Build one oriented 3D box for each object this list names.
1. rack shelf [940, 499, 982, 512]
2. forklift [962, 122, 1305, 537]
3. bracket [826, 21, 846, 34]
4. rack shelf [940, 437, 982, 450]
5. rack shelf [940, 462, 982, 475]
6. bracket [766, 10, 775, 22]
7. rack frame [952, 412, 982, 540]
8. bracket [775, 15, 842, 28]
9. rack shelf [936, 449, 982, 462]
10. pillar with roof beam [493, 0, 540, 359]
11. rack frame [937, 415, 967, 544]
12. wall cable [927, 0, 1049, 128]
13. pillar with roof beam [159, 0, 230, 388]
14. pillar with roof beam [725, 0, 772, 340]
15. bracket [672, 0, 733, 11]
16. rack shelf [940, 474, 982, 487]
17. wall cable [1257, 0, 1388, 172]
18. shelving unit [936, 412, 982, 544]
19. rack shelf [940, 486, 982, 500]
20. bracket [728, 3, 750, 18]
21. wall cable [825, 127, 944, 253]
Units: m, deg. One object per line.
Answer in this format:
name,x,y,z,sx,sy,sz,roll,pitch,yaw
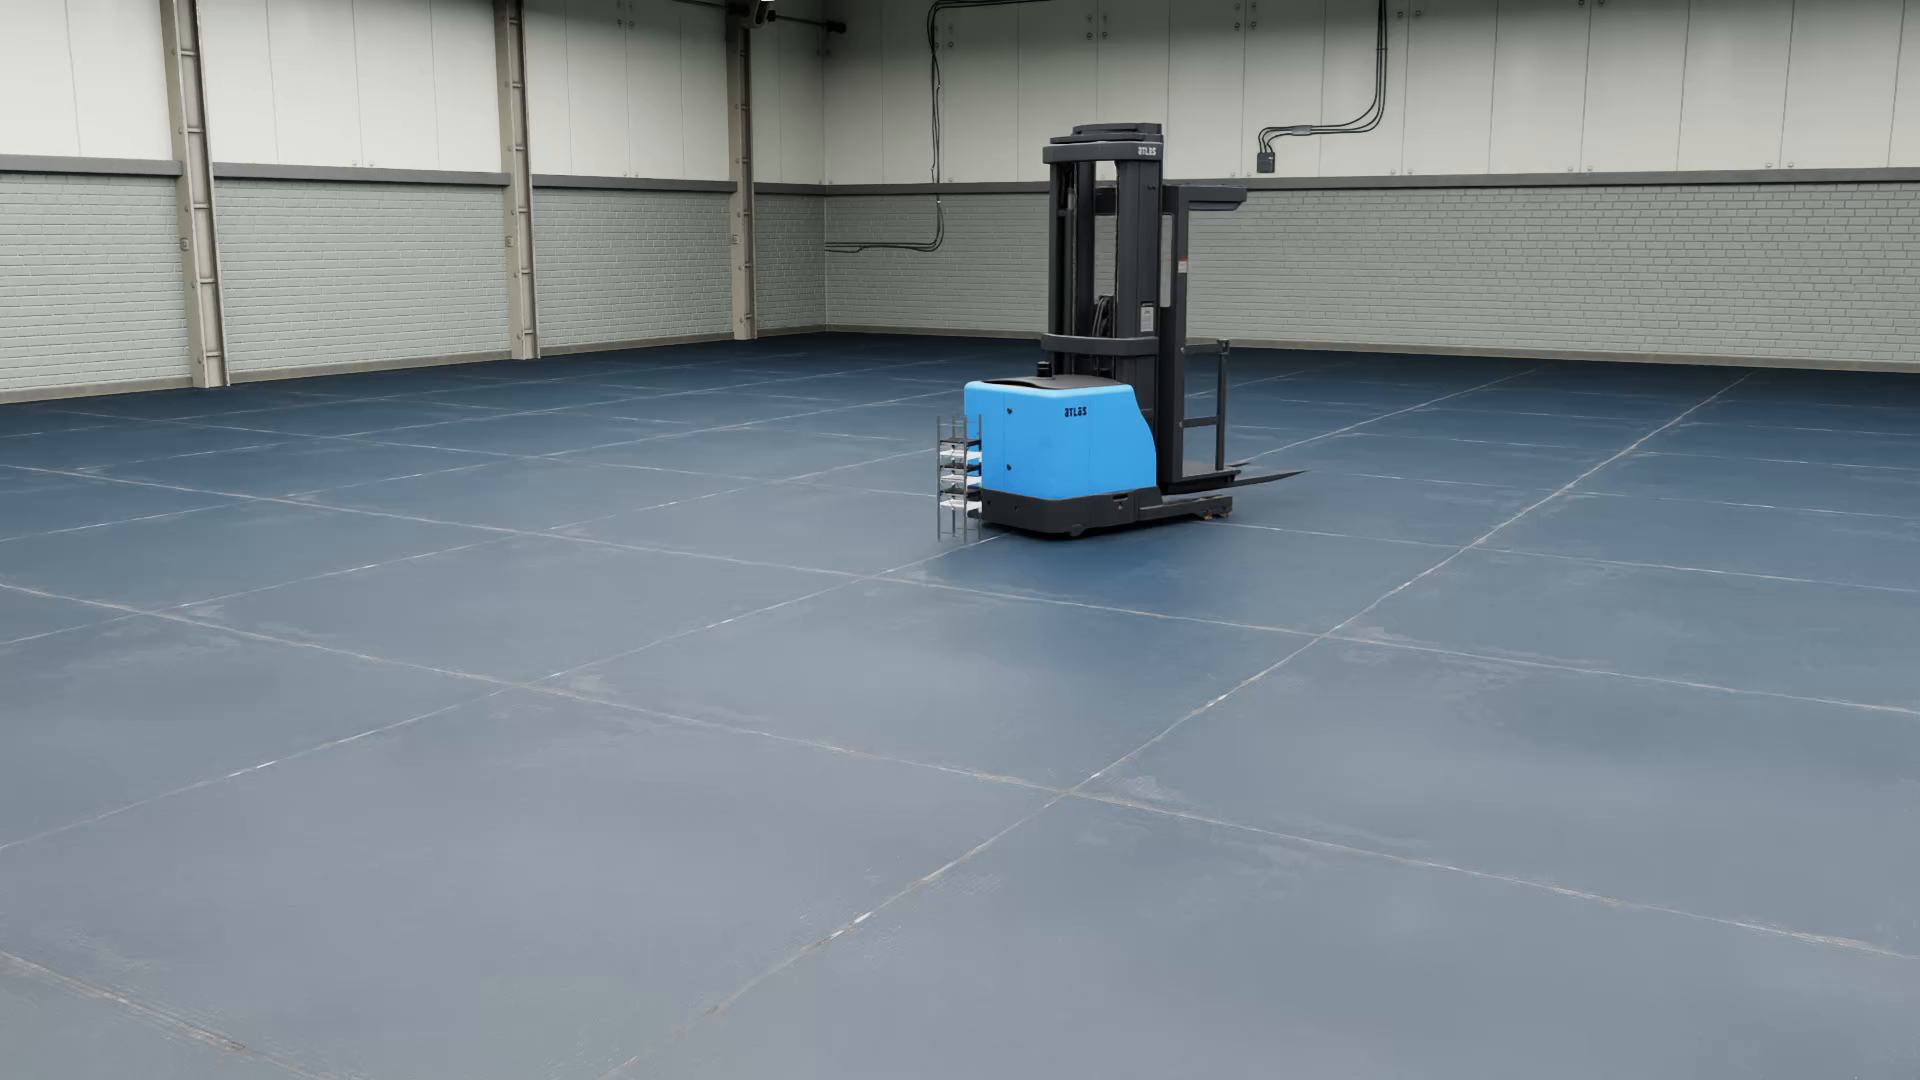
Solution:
rack shelf,-0.004,-0.231,11.818,0.258,0.077,0.200,6,12,31
forklift,1.474,-1.661,12.774,3.031,2.935,1.130,-9,14,-39
bracket,-2.581,-10.653,34.534,0.235,0.232,0.430,6,12,31
rack shelf,-0.004,-0.674,11.736,0.258,0.077,0.200,6,12,31
rack shelf,-0.004,-0.497,11.769,0.258,0.077,0.200,6,12,31
bracket,-3.811,-10.280,32.544,0.235,0.232,0.430,6,12,31
rack frame,0.049,-0.457,11.864,0.240,0.900,0.006,6,12,31
bracket,-2.888,-10.560,34.038,0.076,0.066,3.189,6,12,31
rack shelf,-0.004,-0.585,11.752,0.258,0.077,0.200,6,12,31
pillar with roof beam,-3.766,-7.124,25.470,9.100,9.000,0.400,6,12,31
rack frame,-0.057,-0.425,11.694,0.240,0.900,0.006,6,12,31
wall cable,0.641,-9.514,32.948,3.097,2.526,0.112,6,12,31
pillar with roof beam,-6.881,-6.181,20.429,9.100,9.000,0.400,6,12,31
pillar with roof beam,-0.651,-8.068,30.510,9.100,9.000,0.548,6,12,31
bracket,-5.580,-9.744,29.682,0.076,0.066,4.783,6,12,31
rack shelf,-0.004,-0.408,11.785,0.258,0.077,0.200,6,12,31
wall cable,6.435,-9.579,29.336,2.305,6.003,0.169,6,12,31
shelving unit,-0.004,-0.441,11.779,0.258,0.900,0.210,6,12,31
rack shelf,-0.004,-0.320,11.802,0.258,0.077,0.200,6,12,31
bracket,-4.242,-10.149,31.846,0.235,0.232,0.430,6,12,31
wall cable,-1.671,-7.290,34.793,3.097,2.526,0.112,6,12,31
